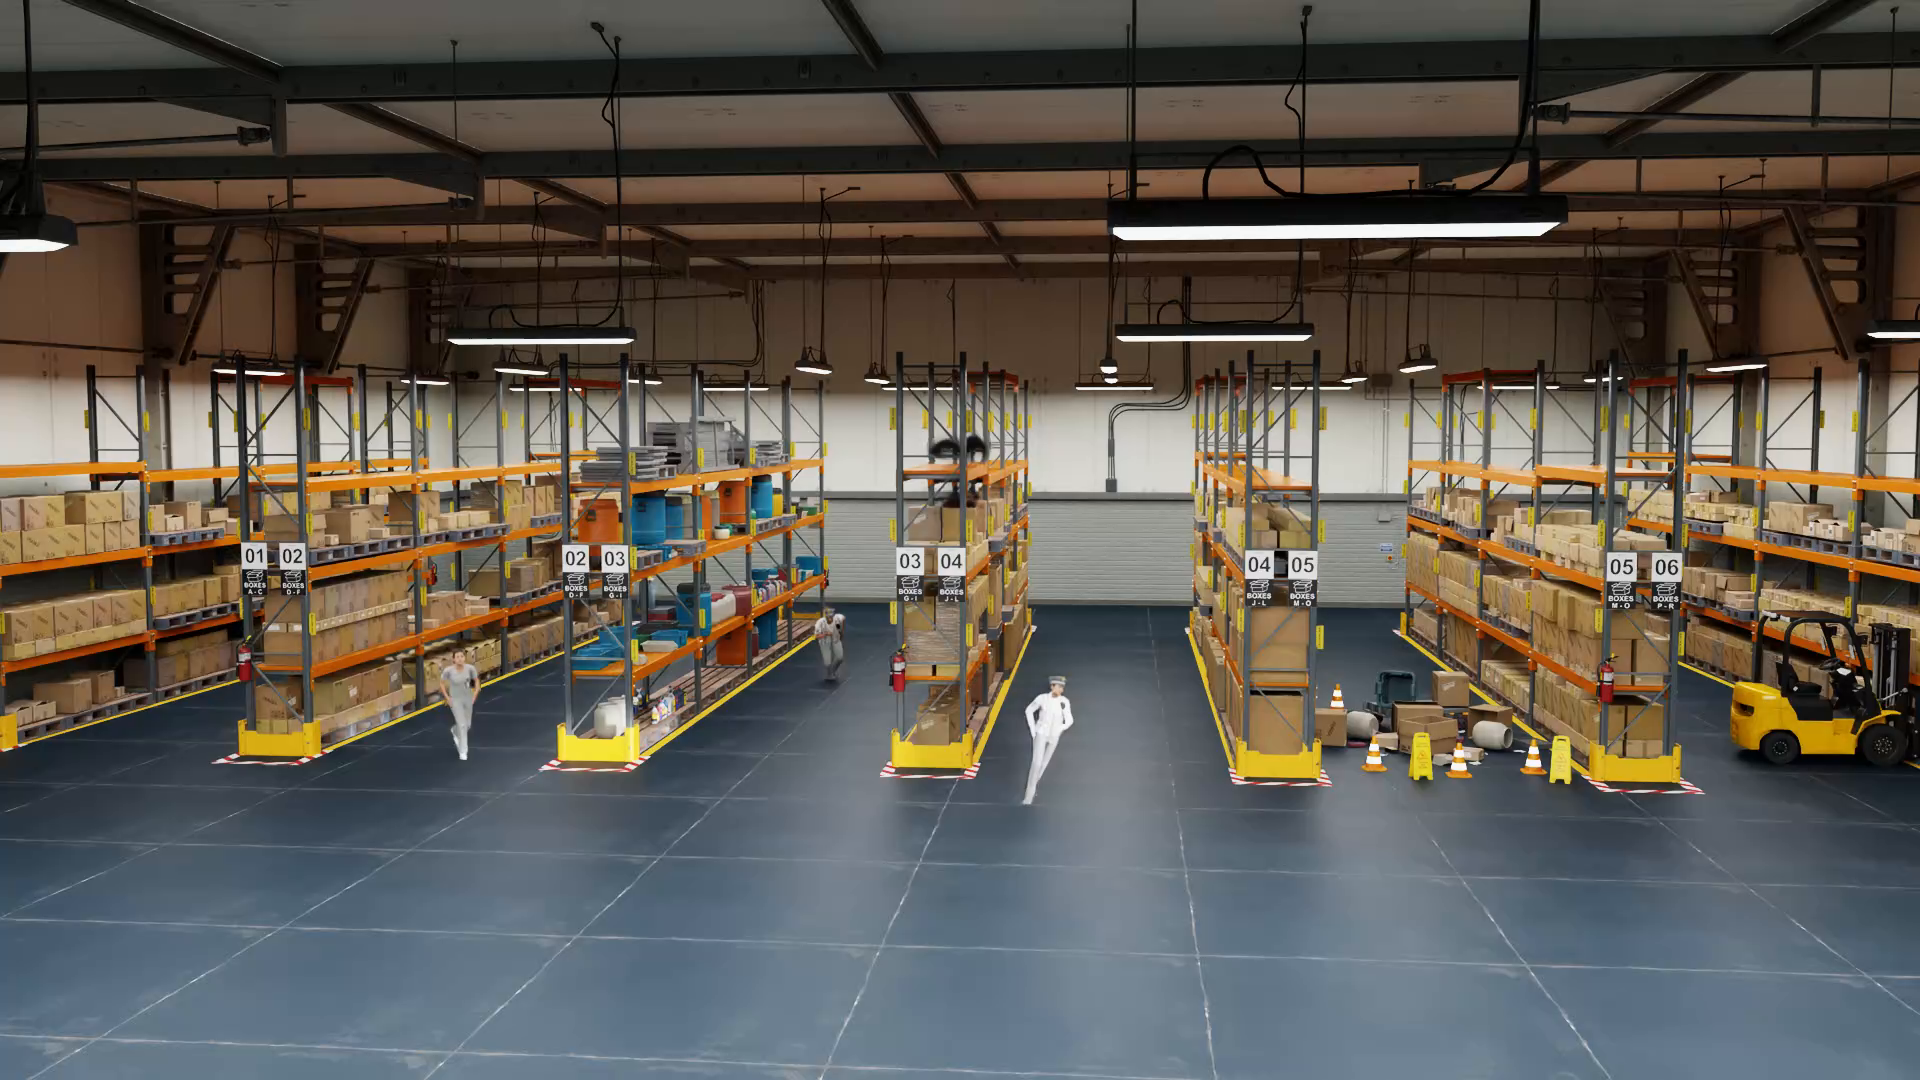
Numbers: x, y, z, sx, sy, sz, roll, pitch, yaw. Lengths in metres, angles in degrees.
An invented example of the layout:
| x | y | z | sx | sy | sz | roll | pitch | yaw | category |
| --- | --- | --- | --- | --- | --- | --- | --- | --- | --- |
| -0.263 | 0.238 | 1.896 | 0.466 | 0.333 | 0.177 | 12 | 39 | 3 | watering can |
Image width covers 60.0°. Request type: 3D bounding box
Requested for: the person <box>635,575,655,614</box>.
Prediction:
| x | y | z | sx | sy | sz | roll | pitch | yaw | category |
| --- | --- | --- | --- | --- | --- | --- | --- | --- | --- |
| -8.082 | 1.090 | 42.653 | 0.854 | 1.814 | 0.679 | 4 | 5 | 41 | person |

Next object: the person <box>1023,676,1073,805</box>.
| x | y | z | sx | sy | sz | roll | pitch | yaw | category |
| --- | --- | --- | --- | --- | --- | --- | --- | --- | --- |
| 1.133 | 2.639 | 22.039 | 0.726 | 1.705 | 0.599 | -1 | 4 | -16 | person |

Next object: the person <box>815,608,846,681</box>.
| x | y | z | sx | sy | sz | roll | pitch | yaw | category |
| --- | --- | --- | --- | --- | --- | --- | --- | --- | --- |
| -2.481 | 2.011 | 31.915 | 0.675 | 1.458 | 1.022 | -1 | 4 | -14 | person |

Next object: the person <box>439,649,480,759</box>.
| x | y | z | sx | sy | sz | roll | pitch | yaw | category |
| --- | --- | --- | --- | --- | --- | --- | --- | --- | --- |
| -7.515 | 2.437 | 24.935 | 0.588 | 1.670 | 0.704 | -2 | 5 | -27 | person |

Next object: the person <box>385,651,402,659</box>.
| x | y | z | sx | sy | sz | roll | pitch | yaw | category |
| --- | --- | --- | --- | --- | --- | --- | --- | --- | --- |
| -11.205 | 1.886 | 32.814 | 0.557 | 1.604 | 0.800 | 1 | 4 | 9 | person |
